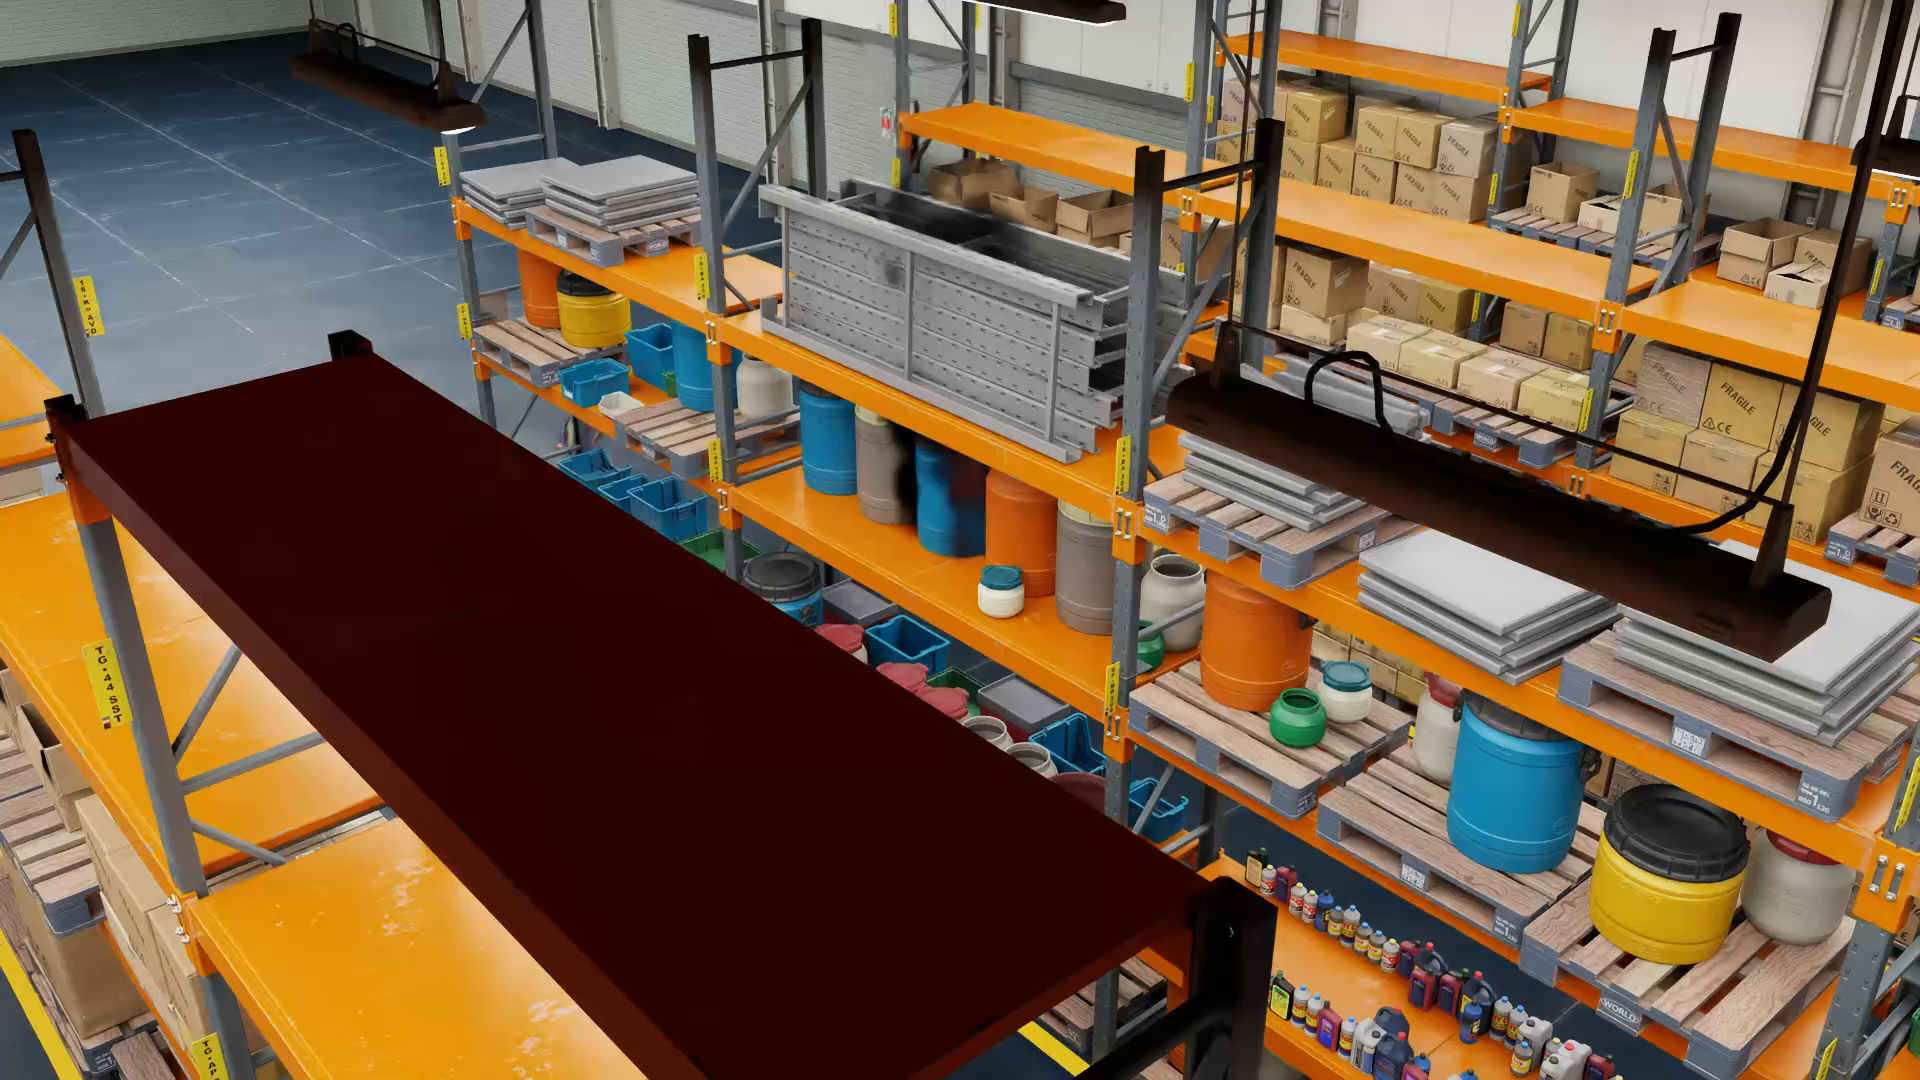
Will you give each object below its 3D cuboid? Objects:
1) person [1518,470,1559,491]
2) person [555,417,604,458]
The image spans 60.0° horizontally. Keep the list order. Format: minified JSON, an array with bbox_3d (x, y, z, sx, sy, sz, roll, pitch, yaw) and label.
[{"bbox_3d":[5.259,0.009,15.672,0.661,1.708,0.677,-23,35,-38],"label":"person"},{"bbox_3d":[-3.903,-0.777,17.347,0.731,1.621,0.543,5,27,10],"label":"person"}]
